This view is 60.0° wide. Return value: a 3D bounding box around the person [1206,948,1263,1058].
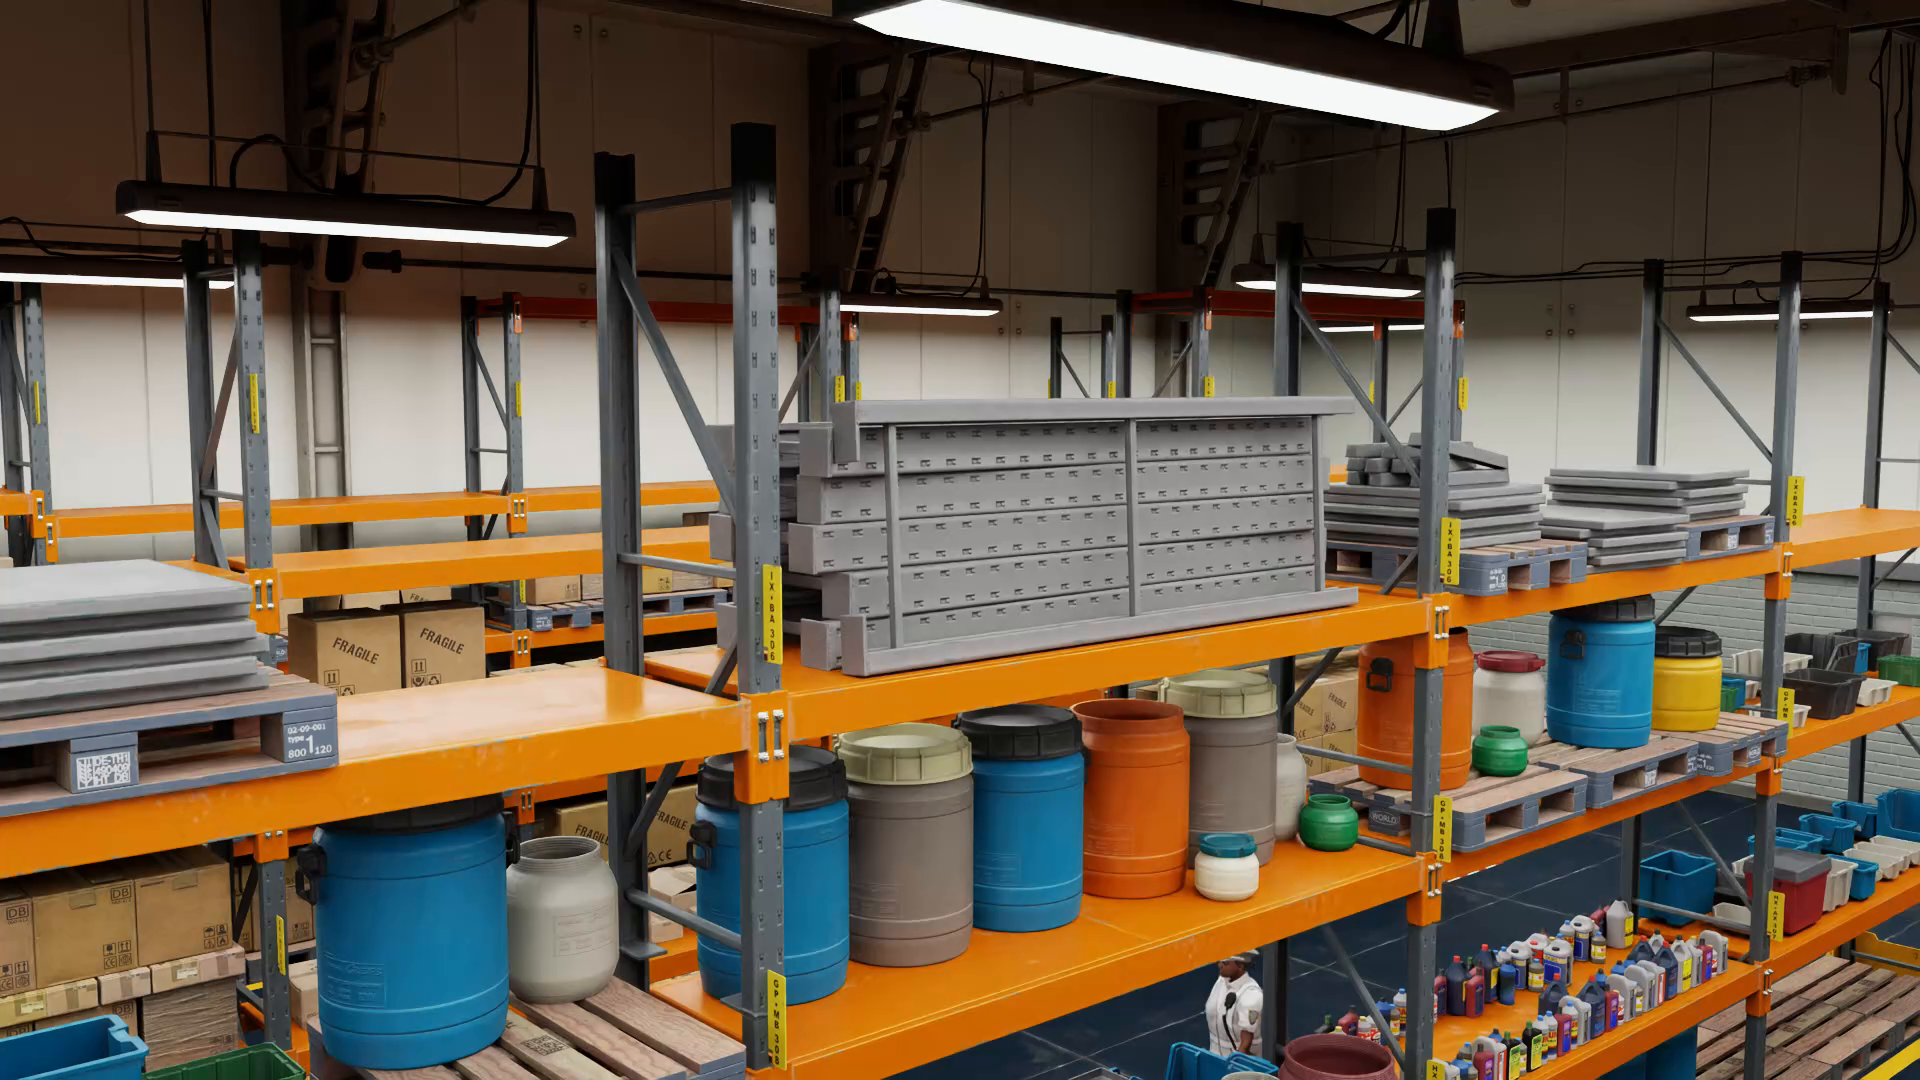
[{"bbox_3d":[1.694,3.332,10.577,0.956,1.633,0.462,-3,6,-28],"label":"person"}]
